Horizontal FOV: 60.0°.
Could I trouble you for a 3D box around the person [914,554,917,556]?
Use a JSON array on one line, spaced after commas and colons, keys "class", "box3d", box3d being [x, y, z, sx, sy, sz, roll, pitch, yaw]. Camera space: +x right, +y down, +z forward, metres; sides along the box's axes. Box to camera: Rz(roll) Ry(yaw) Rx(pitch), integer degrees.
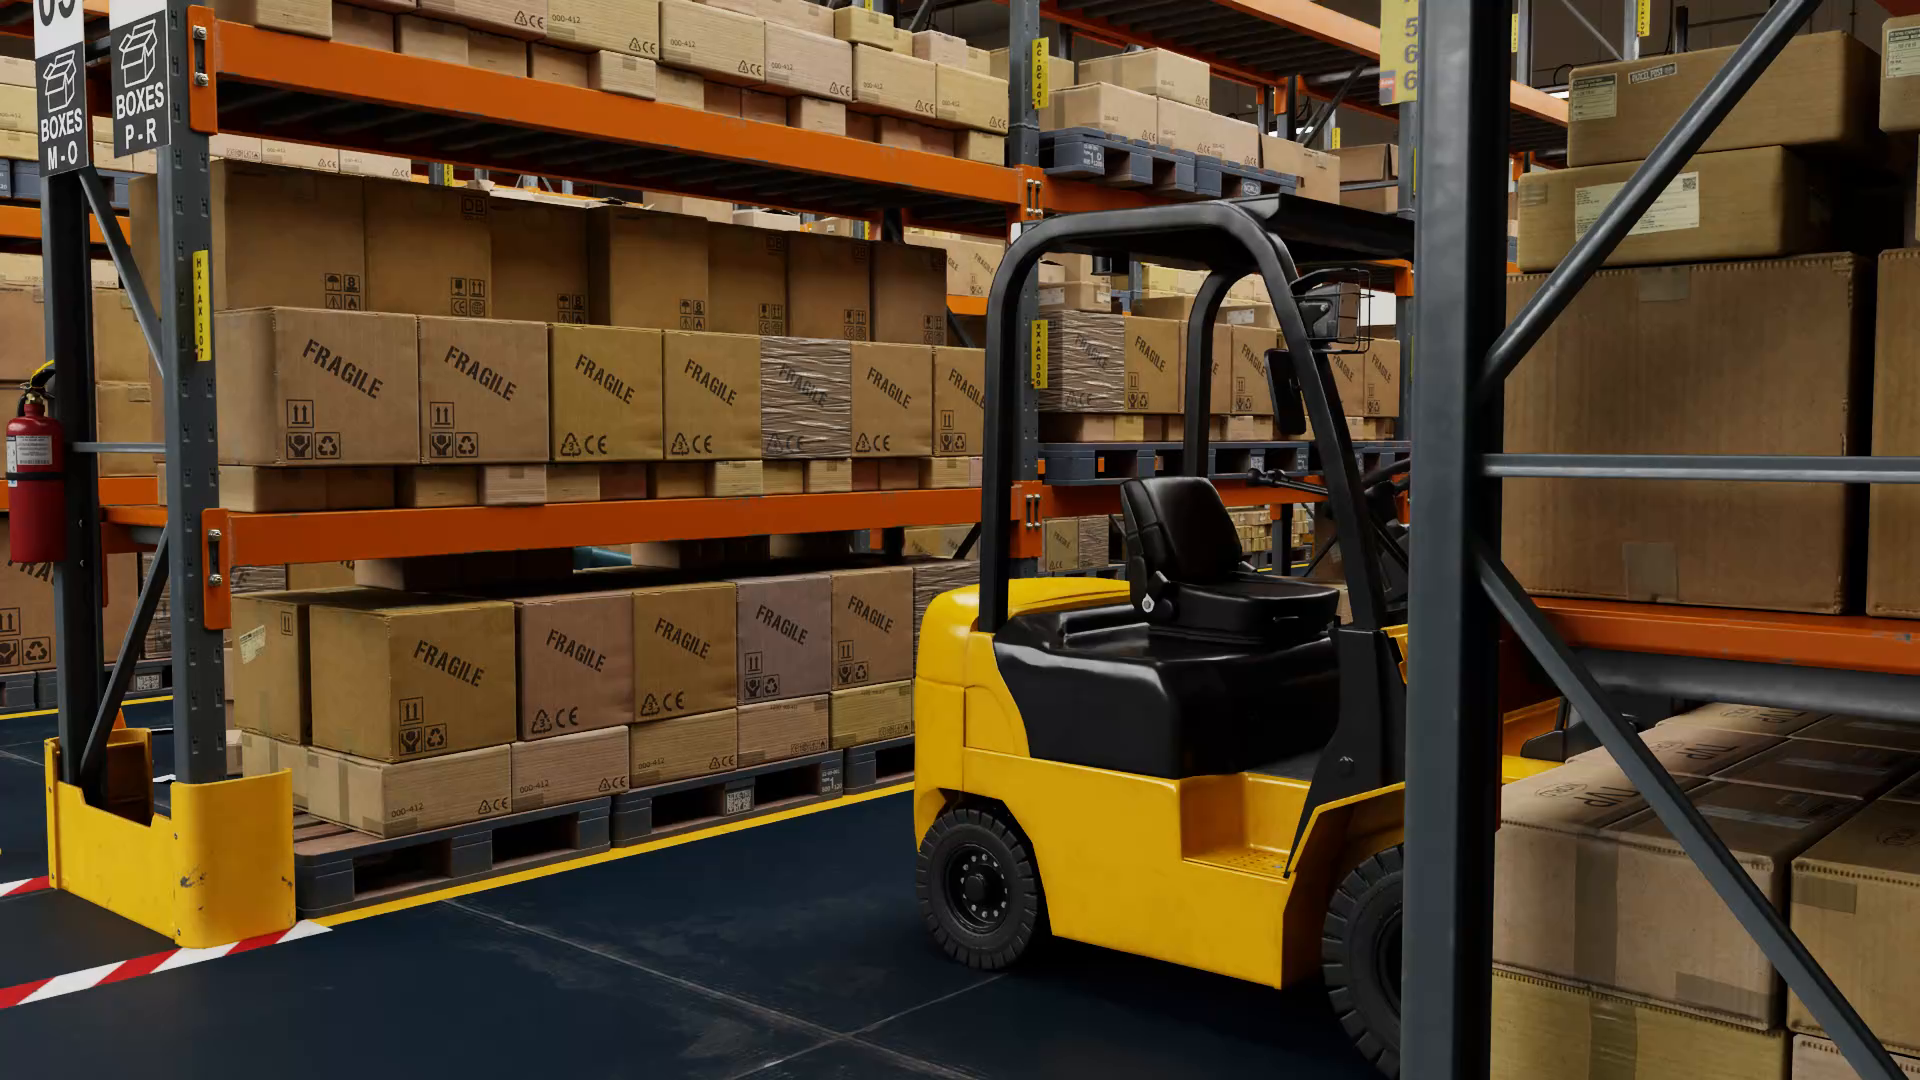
[{"class": "person", "box3d": [-0.194, 0.459, 11.548, 0.458, 0.762, 0.859, 3, 5, 40]}]
